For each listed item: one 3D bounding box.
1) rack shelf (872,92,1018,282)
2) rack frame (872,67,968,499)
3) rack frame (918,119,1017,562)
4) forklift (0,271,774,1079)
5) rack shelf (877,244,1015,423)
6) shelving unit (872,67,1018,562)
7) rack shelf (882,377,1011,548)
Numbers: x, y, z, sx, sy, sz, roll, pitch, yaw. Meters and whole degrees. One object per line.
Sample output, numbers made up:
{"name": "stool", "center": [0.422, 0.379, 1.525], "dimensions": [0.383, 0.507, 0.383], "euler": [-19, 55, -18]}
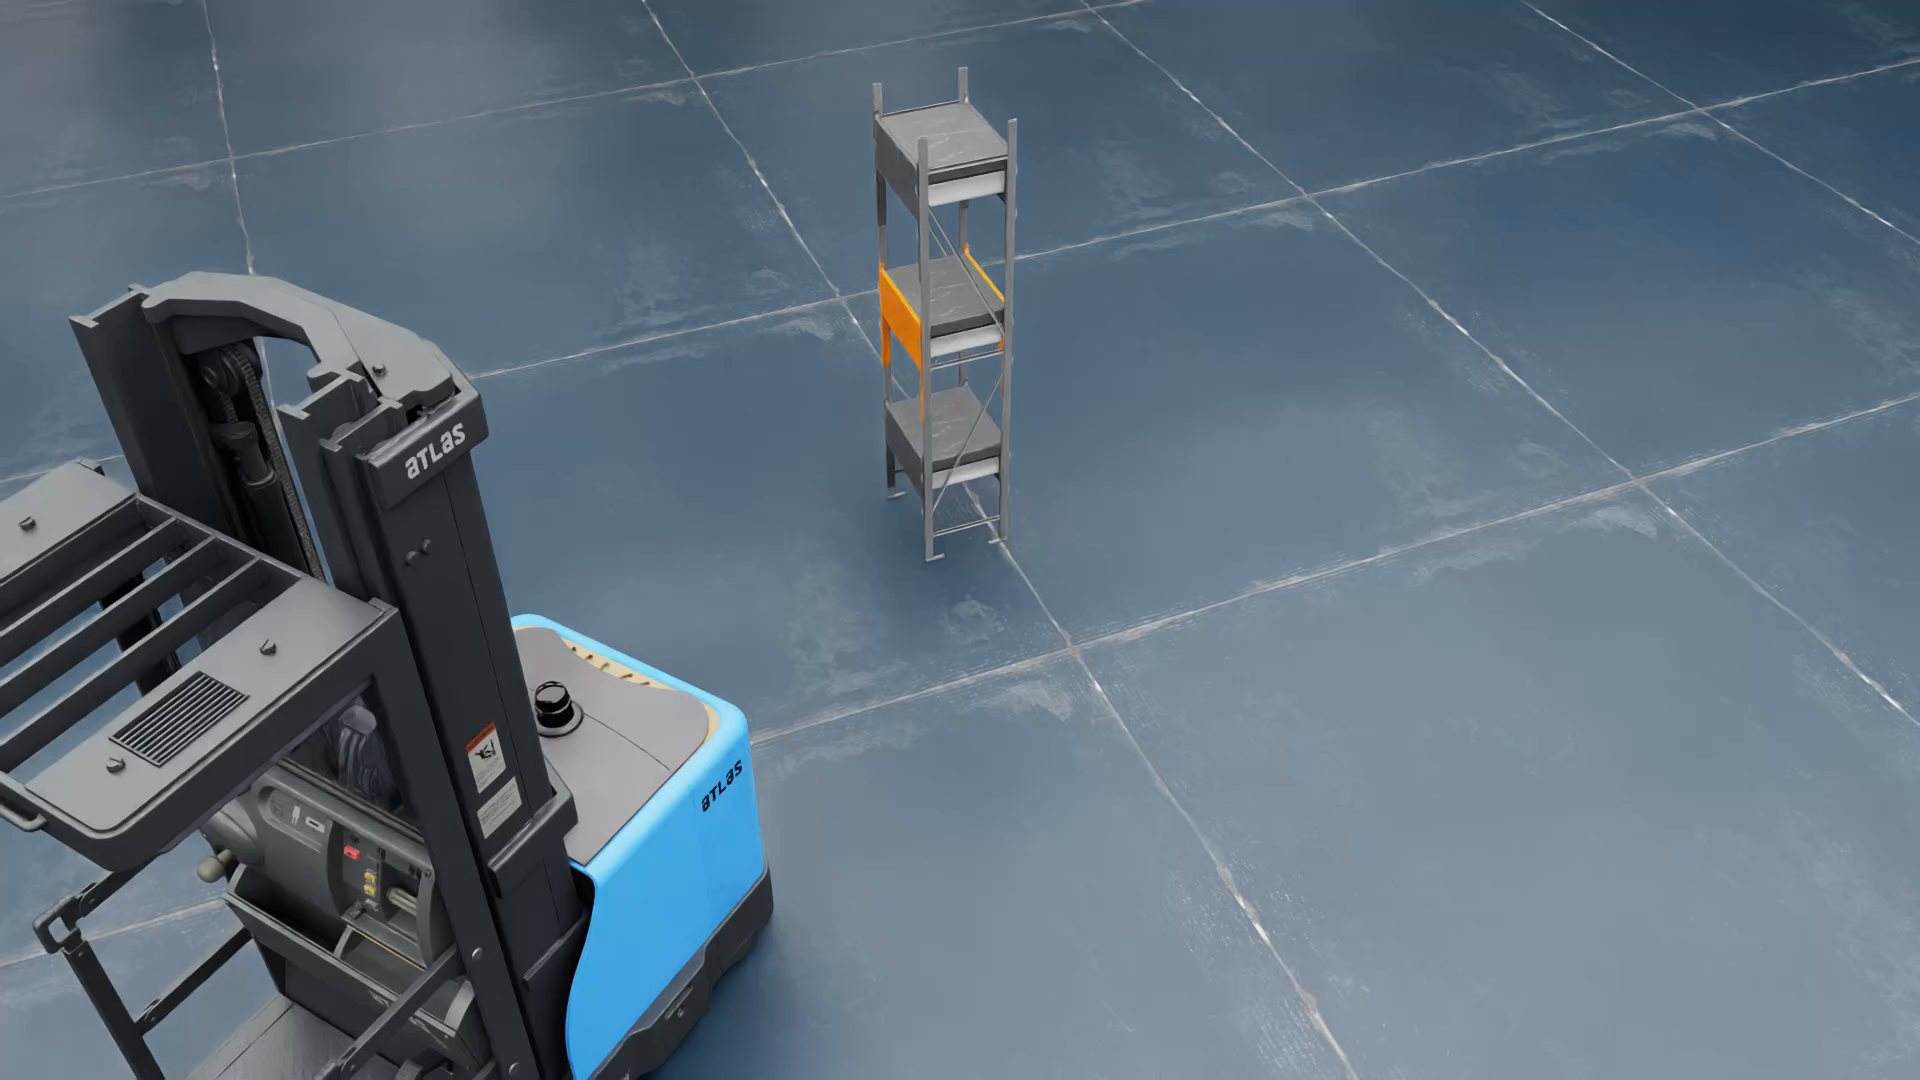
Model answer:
{"name": "rack shelf", "center": [-0.063, -1.416, 6.652], "dimensions": [0.431, 0.518, 0.480], "euler": [-15, 43, -17]}
{"name": "rack frame", "center": [-0.157, -1.043, 7.271], "dimensions": [0.400, 2.100, 0.015], "euler": [-15, 43, -17]}
{"name": "rack frame", "center": [0.030, -0.749, 6.929], "dimensions": [0.400, 2.100, 0.015], "euler": [-15, 43, -17]}
{"name": "forklift", "center": [-1.861, 0.921, 4.350], "dimensions": [1.130, 2.935, 3.031], "euler": [21, 45, 23]}
{"name": "rack shelf", "center": [-0.063, -0.885, 7.109], "dimensions": [0.431, 0.518, 0.480], "euler": [-15, 43, -17]}
{"name": "shelving unit", "center": [-0.063, -0.896, 7.100], "dimensions": [0.431, 2.100, 0.503], "euler": [-15, 43, -17]}
{"name": "rack shelf", "center": [-0.063, -0.355, 7.565], "dimensions": [0.431, 0.518, 0.480], "euler": [-15, 43, -17]}
